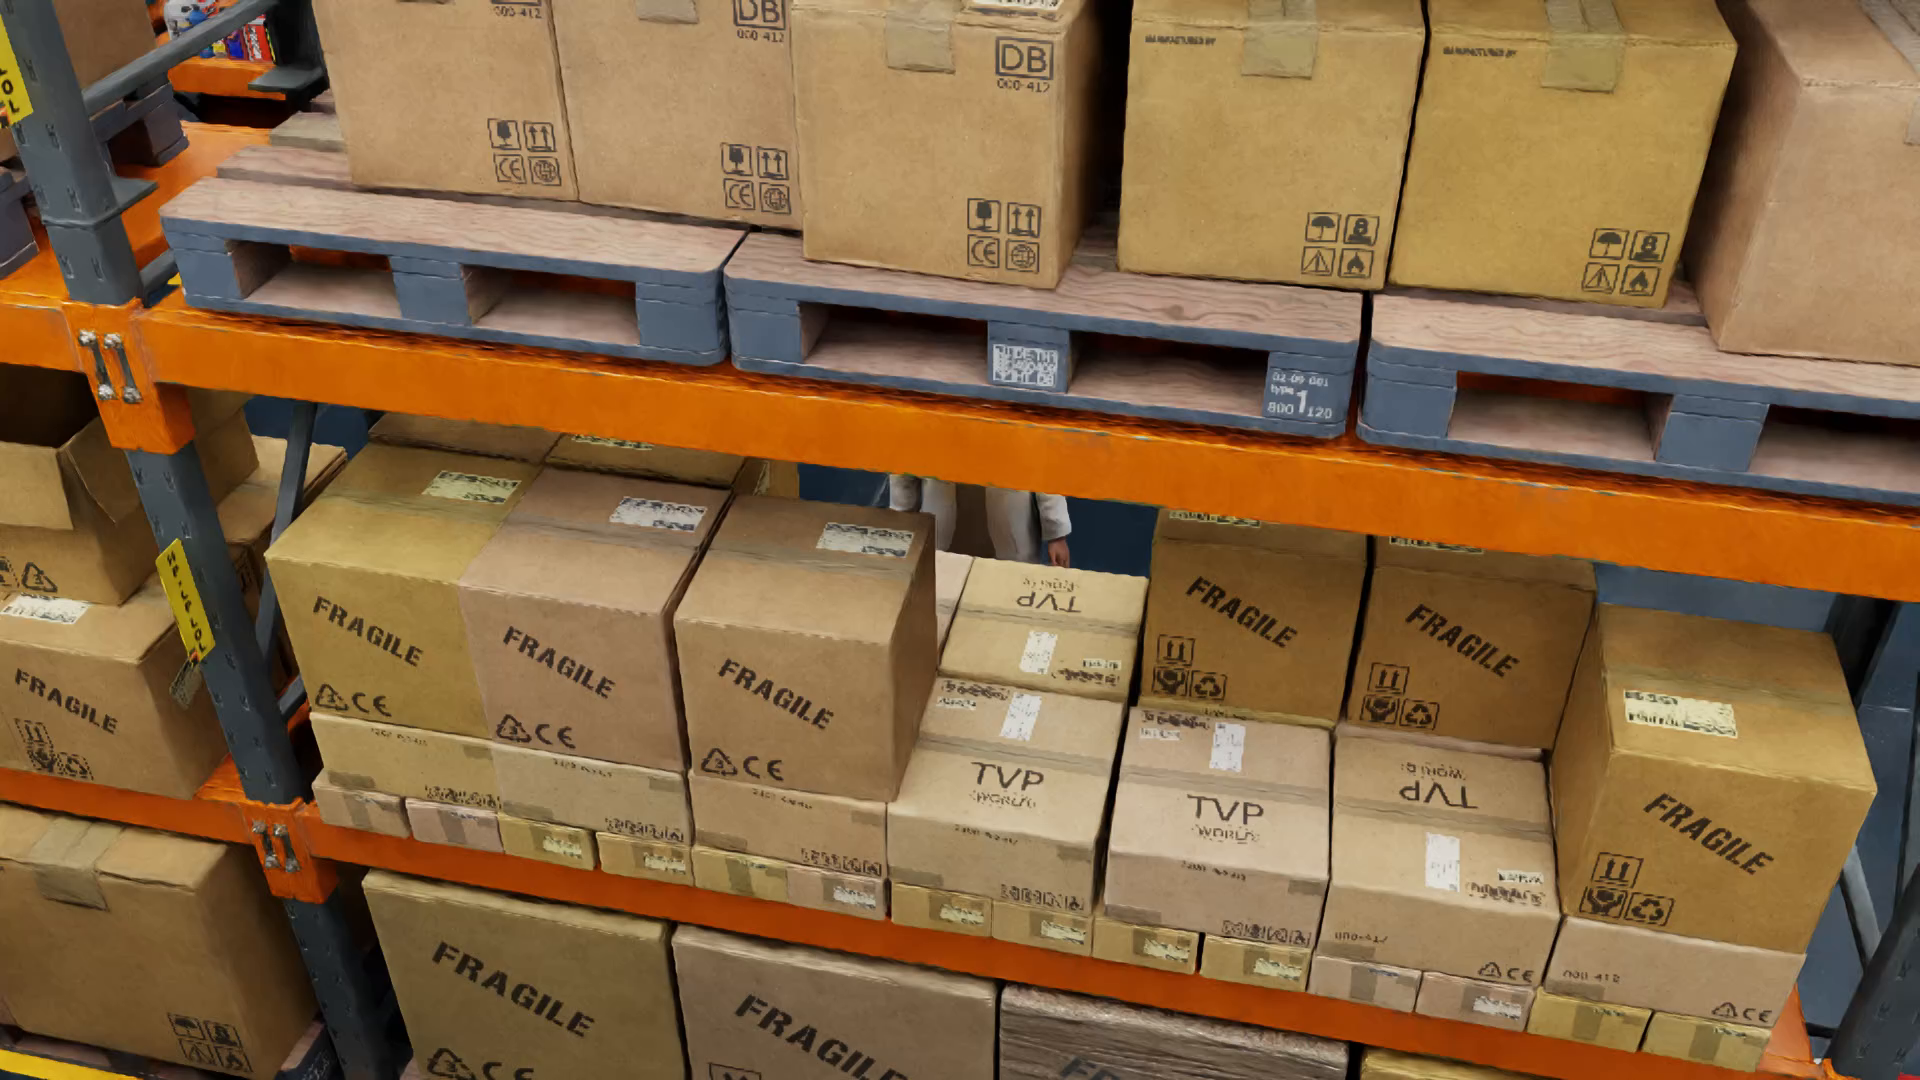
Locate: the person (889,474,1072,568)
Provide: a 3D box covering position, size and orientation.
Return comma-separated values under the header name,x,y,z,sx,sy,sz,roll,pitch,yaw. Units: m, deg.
name,x,y,z,sx,sy,sz,roll,pitch,yaw
person,0.065,-0.010,6.139,0.694,1.784,0.503,5,36,6
